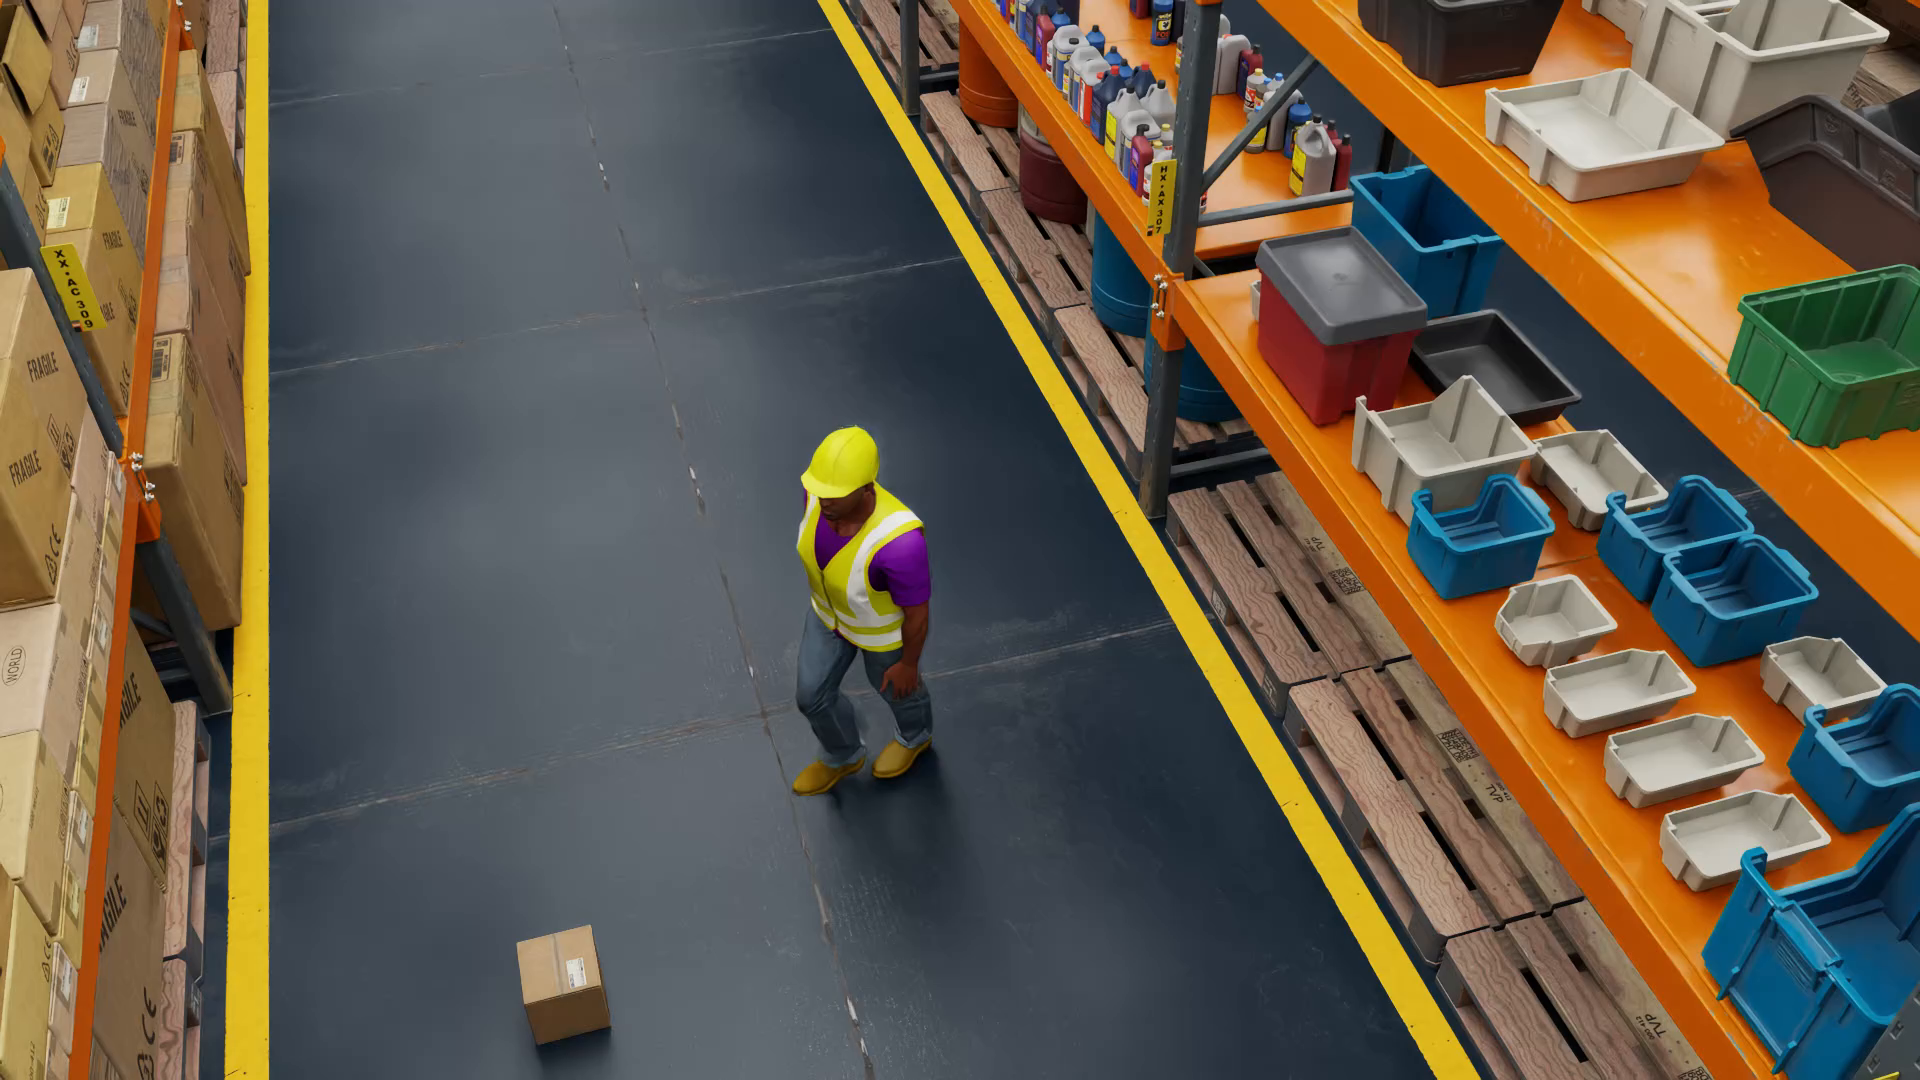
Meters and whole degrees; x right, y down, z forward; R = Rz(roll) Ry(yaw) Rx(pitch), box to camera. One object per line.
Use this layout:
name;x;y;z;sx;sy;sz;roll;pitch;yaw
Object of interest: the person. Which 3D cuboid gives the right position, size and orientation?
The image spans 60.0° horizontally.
person;-0.306;0.230;5.809;0.602;1.671;0.566;29;50;28
